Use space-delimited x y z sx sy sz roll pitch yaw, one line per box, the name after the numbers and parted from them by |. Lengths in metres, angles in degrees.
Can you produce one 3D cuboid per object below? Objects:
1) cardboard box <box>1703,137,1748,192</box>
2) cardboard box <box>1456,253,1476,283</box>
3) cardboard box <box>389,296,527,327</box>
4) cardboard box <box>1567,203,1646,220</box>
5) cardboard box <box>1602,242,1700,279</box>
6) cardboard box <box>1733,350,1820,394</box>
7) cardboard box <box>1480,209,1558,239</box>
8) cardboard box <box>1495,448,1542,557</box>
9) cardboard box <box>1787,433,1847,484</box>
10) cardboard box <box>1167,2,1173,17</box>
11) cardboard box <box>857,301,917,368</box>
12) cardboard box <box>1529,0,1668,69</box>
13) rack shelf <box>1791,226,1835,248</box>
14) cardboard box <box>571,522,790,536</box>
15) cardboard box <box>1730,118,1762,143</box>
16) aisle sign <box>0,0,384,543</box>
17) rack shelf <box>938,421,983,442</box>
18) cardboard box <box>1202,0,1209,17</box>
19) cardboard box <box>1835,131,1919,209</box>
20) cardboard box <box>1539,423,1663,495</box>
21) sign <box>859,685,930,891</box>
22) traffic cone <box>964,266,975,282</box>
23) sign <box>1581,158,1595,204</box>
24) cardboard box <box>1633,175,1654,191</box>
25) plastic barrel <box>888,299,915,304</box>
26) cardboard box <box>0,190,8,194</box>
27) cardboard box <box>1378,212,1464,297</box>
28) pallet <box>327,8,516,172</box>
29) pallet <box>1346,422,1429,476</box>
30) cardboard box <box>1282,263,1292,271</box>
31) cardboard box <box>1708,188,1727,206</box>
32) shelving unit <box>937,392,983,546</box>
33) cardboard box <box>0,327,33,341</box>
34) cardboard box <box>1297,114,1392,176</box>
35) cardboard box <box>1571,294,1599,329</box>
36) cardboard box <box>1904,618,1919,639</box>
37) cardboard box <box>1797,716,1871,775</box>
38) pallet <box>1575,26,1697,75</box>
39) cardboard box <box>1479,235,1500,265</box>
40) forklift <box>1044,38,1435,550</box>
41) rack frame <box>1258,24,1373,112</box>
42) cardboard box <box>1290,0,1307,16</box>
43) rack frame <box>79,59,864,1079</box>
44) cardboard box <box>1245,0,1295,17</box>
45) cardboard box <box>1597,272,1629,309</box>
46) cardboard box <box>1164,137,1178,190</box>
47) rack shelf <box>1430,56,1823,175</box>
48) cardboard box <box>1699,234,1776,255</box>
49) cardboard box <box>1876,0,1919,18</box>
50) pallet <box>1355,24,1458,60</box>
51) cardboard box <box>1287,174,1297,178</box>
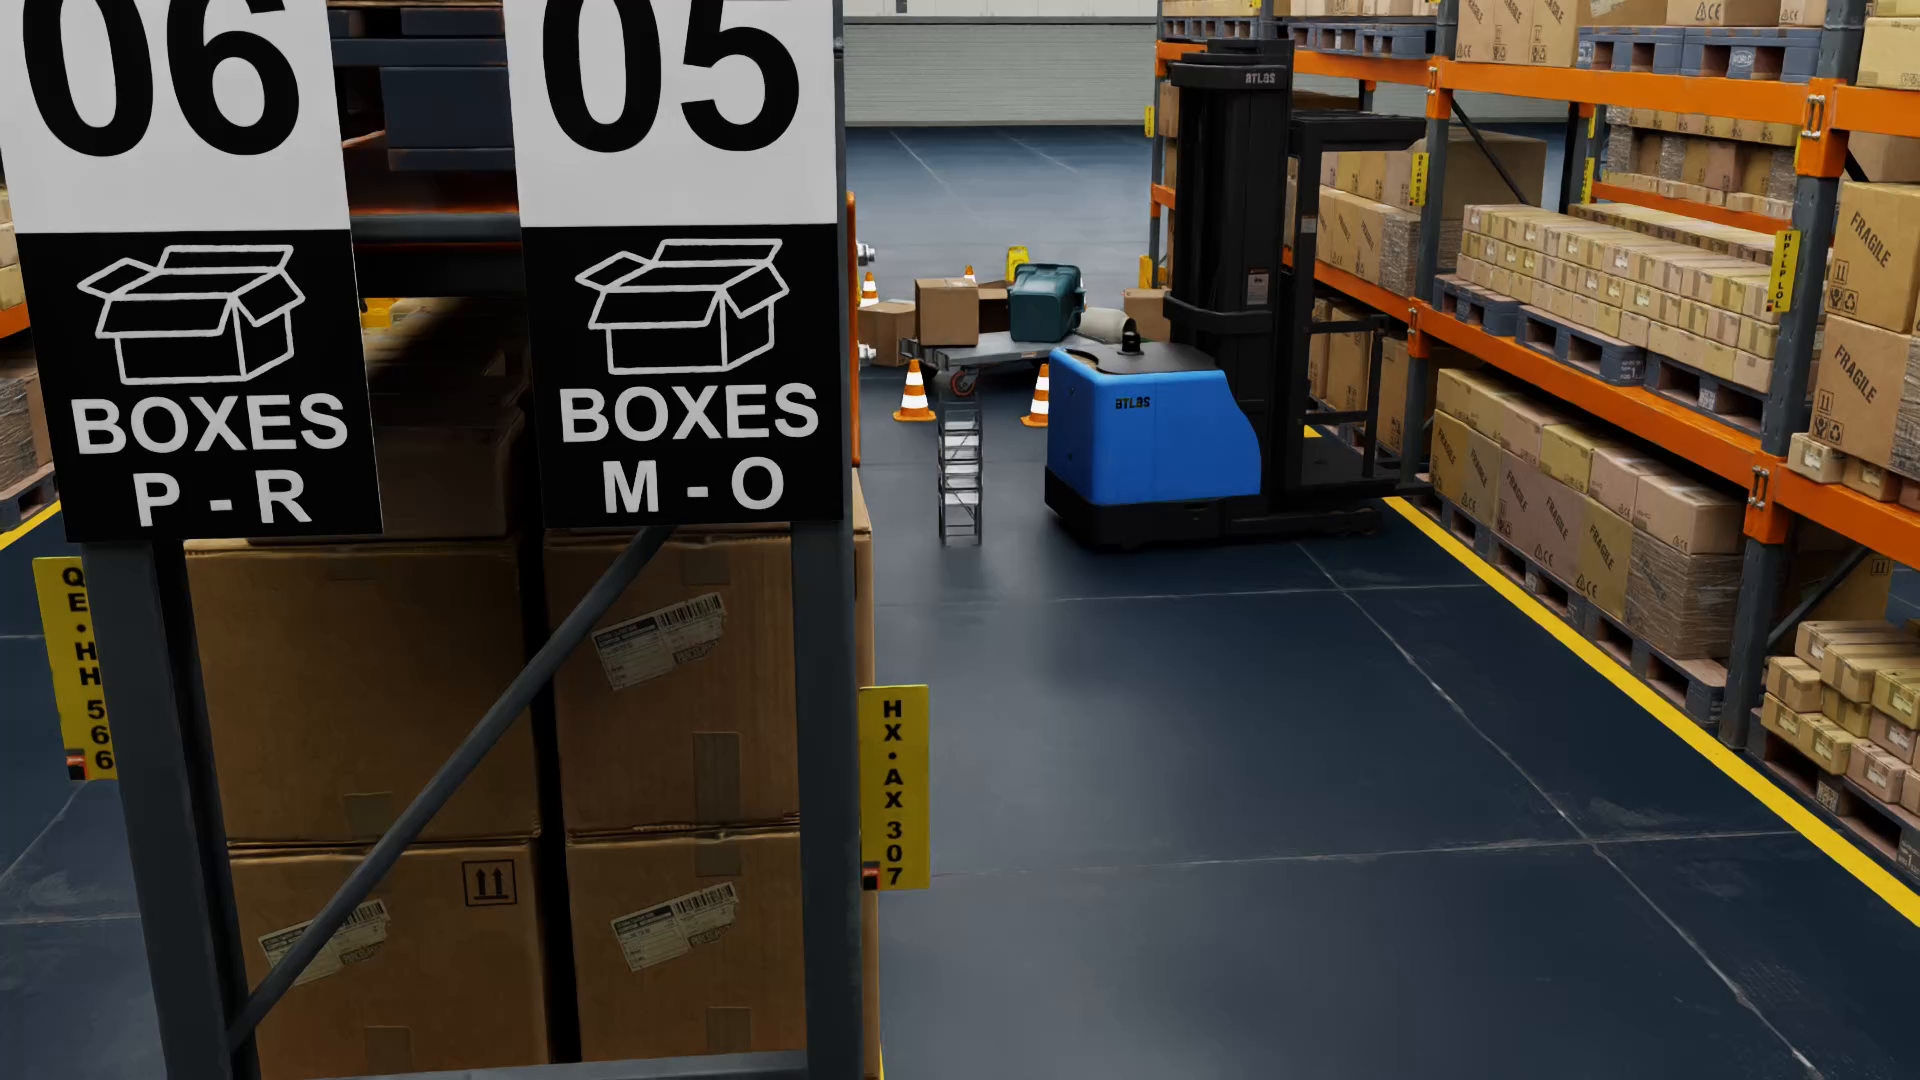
7.819 -3.672 16.201 0.875 0.500 0.500 -2 18 -6 | cardboard box
3.286 -1.676 10.227 0.380 0.149 0.250 -2 18 -6 | cardboard box
-1.070 -0.482 3.787 0.380 0.149 0.250 -1 17 -4 | cardboard box
3.947 -1.968 10.163 0.380 0.149 0.250 -2 18 -8 | cardboard box
3.484 -1.410 8.385 0.380 0.149 0.250 -3 18 -8 | cardboard box
3.615 -0.736 7.233 0.380 0.149 0.250 -2 18 -7 | cardboard box
3.326 -1.876 9.870 0.380 0.149 0.250 -2 18 -7 | cardboard box
3.373 -0.222 9.349 0.500 0.500 0.500 -2 18 -7 | cardboard box
3.557 -0.329 6.638 0.380 0.149 0.250 -1 17 -4 | cardboard box
2.359 -5.490 17.201 0.380 0.149 0.250 -2 18 -5 | cardboard box
-0.642 -1.914 15.435 0.500 0.500 0.500 11 21 32 | cardboard box
3.350 -2.738 8.717 0.500 0.500 0.500 -2 18 -6 | cardboard box
8.178 -2.111 13.095 1.077 0.370 4.000 -2 18 -6 | rack shelf
-0.409 -0.117 2.624 0.380 0.149 0.250 -1 17 -4 | cardboard box
7.599 -3.991 15.550 0.500 0.500 0.500 -2 18 -6 | cardboard box
-0.949 -0.378 2.034 0.394 0.787 0.004 -2 18 -6 | aisle sign
0.001 -0.653 9.964 0.258 0.077 0.200 -2 18 -6 | rack shelf
2.514 -5.040 15.766 0.380 0.149 0.250 -2 18 -6 | cardboard box
7.914 -3.296 13.965 1.000 1.000 1.000 -2 18 -5 | cardboard box
3.416 -0.434 8.772 0.500 0.250 0.500 -3 18 -8 | cardboard box
-0.095 0.365 2.429 0.100 0.325 0.005 -2 18 -6 | sign
0.099 -2.773 18.237 0.336 0.463 0.334 -2 18 -6 | traffic cone
3.979 -2.270 10.598 0.100 0.325 0.005 -2 18 -6 | sign
7.415 -3.806 17.712 0.380 0.149 0.250 -2 18 -6 | cardboard box
-0.579 -2.138 16.281 0.512 0.421 0.421 11 21 32 | plastic barrel
-6.293 -2.243 11.065 0.380 0.149 0.250 -1 17 -4 | cardboard box
3.127 -1.909 11.083 0.500 0.500 0.500 -2 18 -6 | cardboard box
-0.735 -0.778 2.789 1.003 0.211 1.213 -2 18 -6 | pallet
3.434 -0.642 11.870 1.003 0.211 1.213 -2 18 -6 | pallet
3.033 -2.303 15.352 0.875 0.875 0.875 -2 17 -5 | cardboard box
7.578 -3.359 16.289 0.380 0.149 0.250 -2 18 -6 | cardboard box
0.001 -0.427 10.035 0.258 0.900 0.210 -2 18 -6 | shelving unit
-6.685 -1.271 12.480 0.875 0.625 0.625 -2 18 -6 | cardboard box
3.140 -3.151 13.370 0.700 0.500 0.500 -2 18 -7 | cardboard box
3.450 -1.204 8.722 0.380 0.149 0.250 -2 18 -7 | cardboard box
4.149 0.430 6.864 0.380 0.149 0.250 -1 17 -4 | cardboard box
3.598 0.814 6.636 0.380 0.149 0.250 -1 17 -4 | cardboard box
3.785 -2.381 8.060 1.213 0.211 1.003 -2 18 -6 | pallet
3.321 -1.727 9.892 0.380 0.149 0.250 -1 17 -3 | cardboard box
2.119 -1.562 10.259 3.031 2.935 1.130 -4 18 -14 | forklift
3.028 -2.927 14.493 1.000 3.000 0.127 -2 18 -6 | rack frame
2.842 -4.355 13.389 0.258 0.266 0.396 -2 18 -7 | cardboard box
-0.648 0.831 2.522 1.000 3.000 0.127 -2 18 -6 | rack frame
2.672 -4.585 14.318 0.380 0.149 0.250 -2 18 -6 | cardboard box
3.476 -1.271 8.440 0.380 0.149 0.250 -2 18 -5 | cardboard box
2.699 -4.081 17.919 0.875 0.550 0.550 -2 18 -6 | cardboard box
3.647 -2.227 8.458 1.077 0.370 4.000 -2 18 -6 | rack shelf
4.104 -1.505 8.688 0.380 0.149 0.250 -1 17 -4 | cardboard box
3.664 -1.991 5.919 0.500 0.250 0.500 -1 17 -4 | cardboard box
3.321 -3.267 10.882 1.213 0.211 1.003 -1 17 -3 | pallet
2.814 -2.810 13.953 0.500 0.500 0.500 -2 17 -5 | cardboard box
